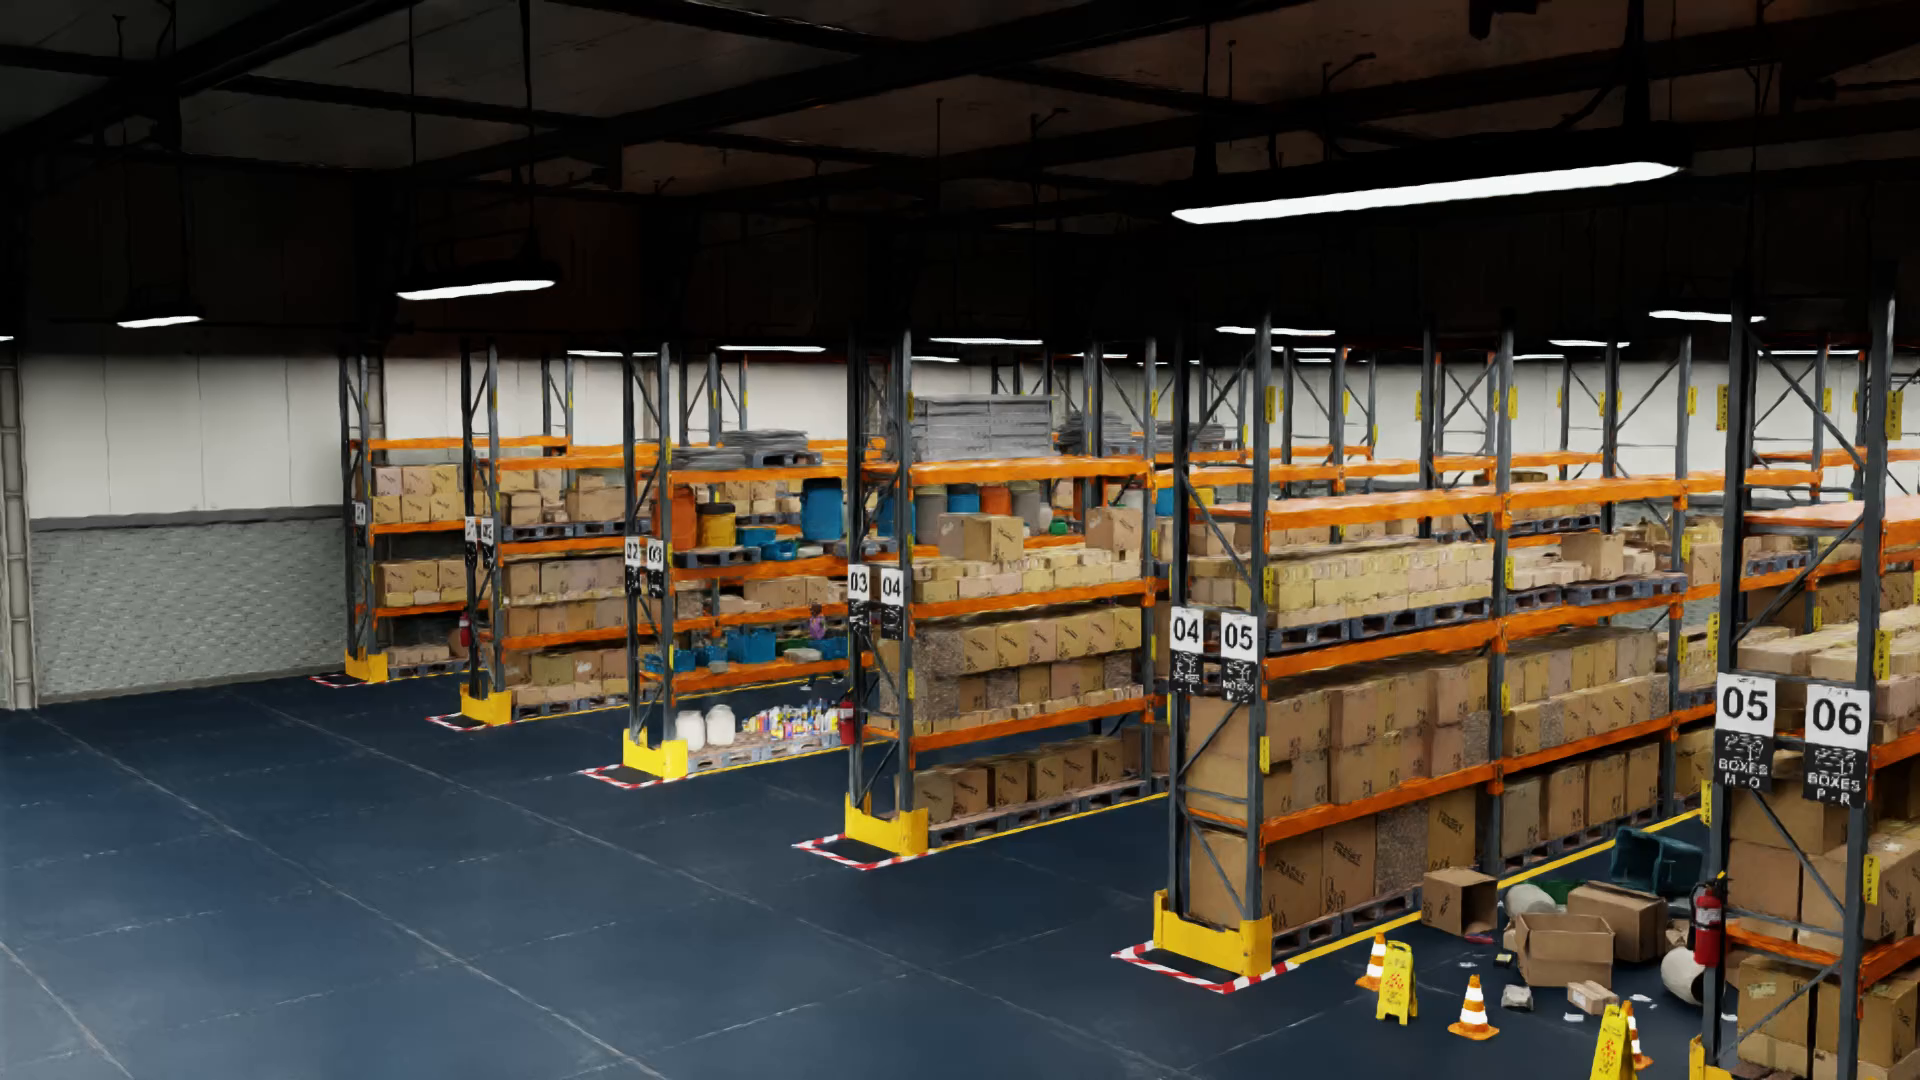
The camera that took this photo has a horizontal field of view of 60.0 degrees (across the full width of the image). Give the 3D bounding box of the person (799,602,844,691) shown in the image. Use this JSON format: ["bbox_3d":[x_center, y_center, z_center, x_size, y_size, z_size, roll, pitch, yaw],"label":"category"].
[{"bbox_3d":[-2.436,1.833,28.816,1.037,1.480,0.417,-4,7,-39],"label":"person"}]

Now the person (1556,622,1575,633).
[{"bbox_3d":[9.155,2.067,25.103,0.433,1.684,0.551,3,6,28],"label":"person"}]
